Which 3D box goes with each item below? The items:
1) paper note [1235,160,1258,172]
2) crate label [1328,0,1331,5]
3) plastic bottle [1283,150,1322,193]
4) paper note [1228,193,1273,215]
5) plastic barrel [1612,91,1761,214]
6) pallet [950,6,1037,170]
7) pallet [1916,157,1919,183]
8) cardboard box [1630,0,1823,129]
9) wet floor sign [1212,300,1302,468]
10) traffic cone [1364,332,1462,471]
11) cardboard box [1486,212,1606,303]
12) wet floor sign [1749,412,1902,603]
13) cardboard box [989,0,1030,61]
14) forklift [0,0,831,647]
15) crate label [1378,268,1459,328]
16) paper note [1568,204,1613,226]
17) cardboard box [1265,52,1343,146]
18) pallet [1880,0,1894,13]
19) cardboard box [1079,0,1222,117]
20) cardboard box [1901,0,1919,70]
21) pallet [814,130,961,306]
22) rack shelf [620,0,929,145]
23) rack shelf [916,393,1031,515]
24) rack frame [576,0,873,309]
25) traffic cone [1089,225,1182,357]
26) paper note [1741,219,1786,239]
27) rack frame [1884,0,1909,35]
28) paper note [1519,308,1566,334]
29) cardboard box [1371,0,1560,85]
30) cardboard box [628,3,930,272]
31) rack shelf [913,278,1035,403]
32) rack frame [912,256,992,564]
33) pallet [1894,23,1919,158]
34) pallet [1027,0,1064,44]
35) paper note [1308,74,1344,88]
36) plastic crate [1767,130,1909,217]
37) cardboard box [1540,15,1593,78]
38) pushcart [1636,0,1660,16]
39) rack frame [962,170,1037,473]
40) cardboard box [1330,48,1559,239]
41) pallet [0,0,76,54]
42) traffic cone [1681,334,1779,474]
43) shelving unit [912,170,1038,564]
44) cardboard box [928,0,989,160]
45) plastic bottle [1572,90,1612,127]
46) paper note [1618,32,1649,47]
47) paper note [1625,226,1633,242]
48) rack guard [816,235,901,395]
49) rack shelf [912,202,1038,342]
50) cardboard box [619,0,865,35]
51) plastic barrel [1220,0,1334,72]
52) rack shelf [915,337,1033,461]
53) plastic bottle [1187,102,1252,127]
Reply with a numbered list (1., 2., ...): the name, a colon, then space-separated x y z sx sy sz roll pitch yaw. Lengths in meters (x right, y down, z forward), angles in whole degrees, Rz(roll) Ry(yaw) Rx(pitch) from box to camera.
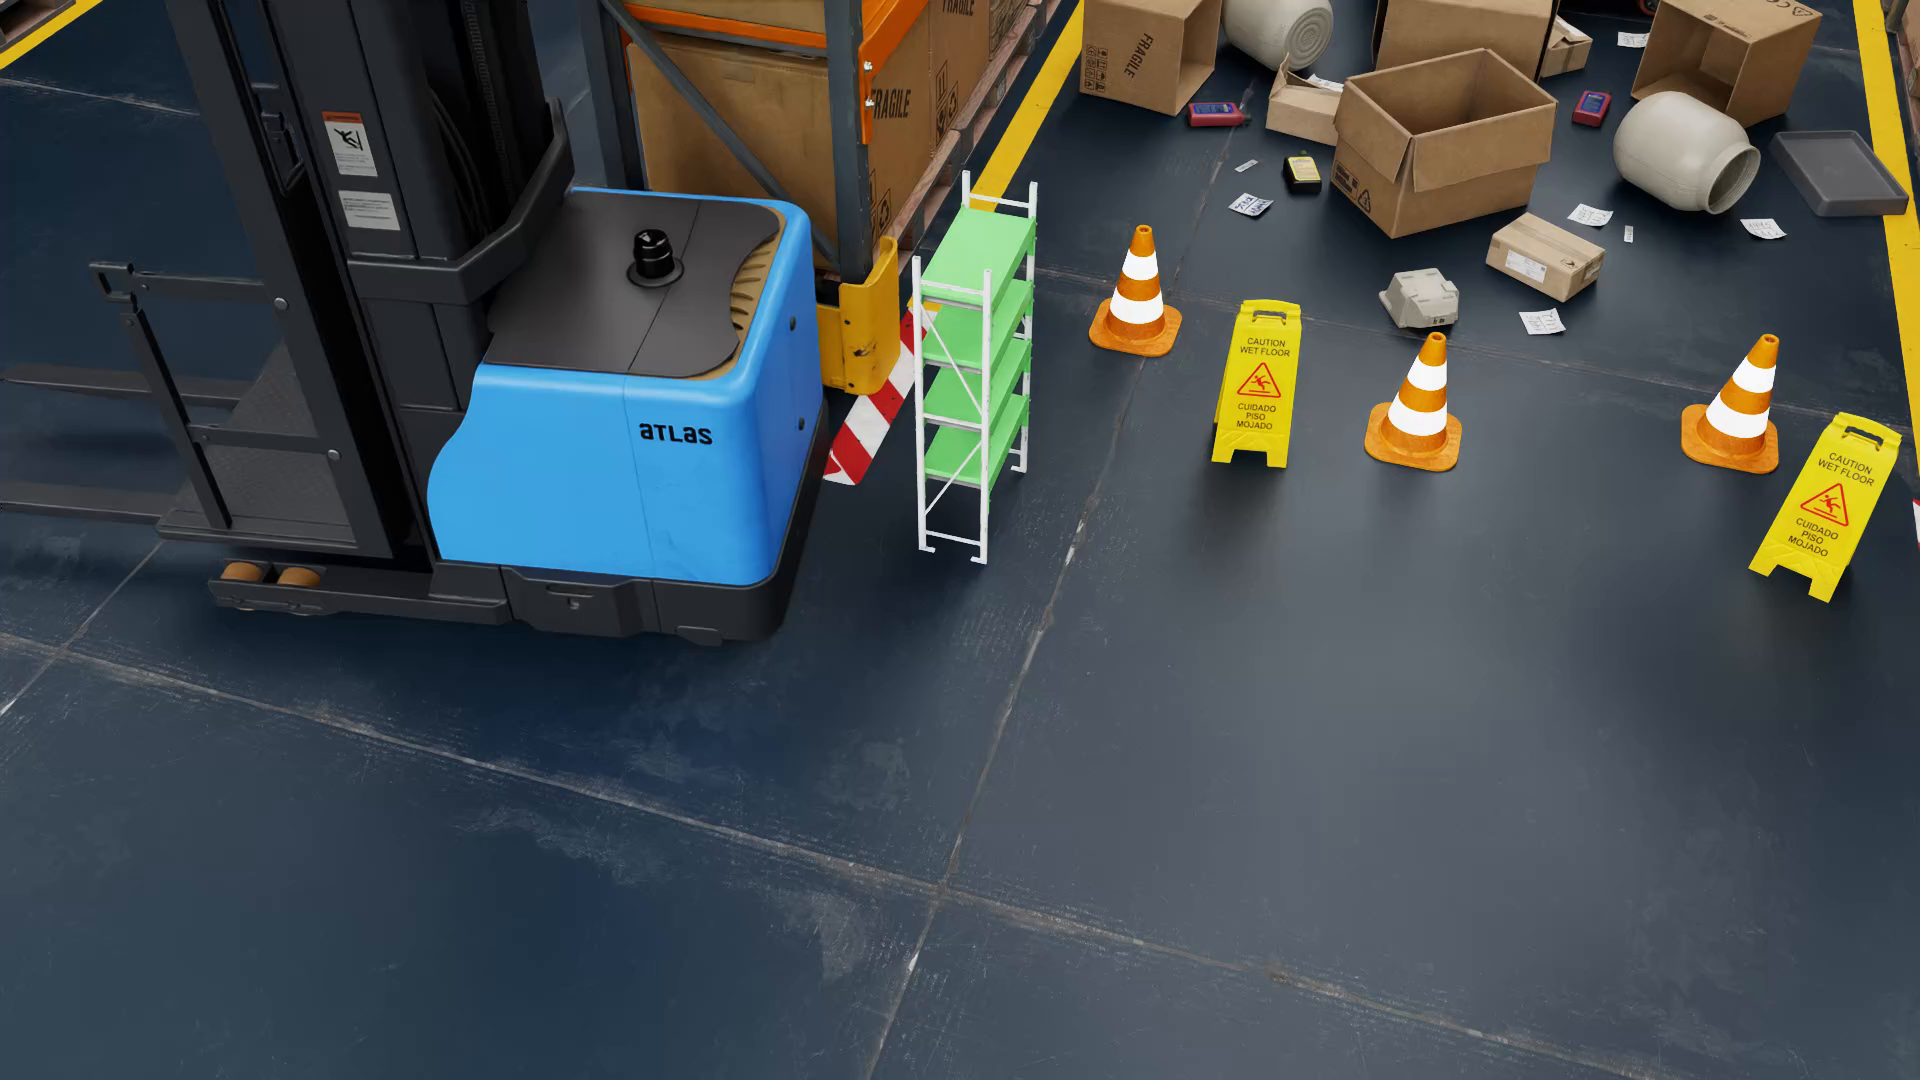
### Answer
1. paper note: 1.285 -1.678 7.458 0.123 0.001 0.032 -33 53 -29
2. crate label: 1.719 -2.721 8.433 0.298 0.136 0.250 -16 47 -16
3. plastic bottle: 1.513 -1.641 7.383 0.133 0.061 0.283 -2 44 -2
4. paper note: 1.264 -1.459 7.220 0.144 0.017 0.142 28 51 26
5. plastic barrel: 3.114 -1.658 7.142 0.421 0.421 0.512 -24 49 -22
6. pallet: -0.278 -2.226 7.874 1.003 0.211 1.213 13 46 13
7. pallet: 4.606 -1.280 6.907 1.003 0.211 1.213 13 46 13
8. cardboard box: 3.522 -2.229 7.669 0.500 0.500 0.500 -24 49 -22
9. wet floor sign: 1.062 -0.583 5.884 0.267 0.644 0.232 5 45 5
10. traffic cone: 1.671 -0.543 5.974 0.336 0.463 0.334 13 46 13
11. cardboard box: 2.403 -1.164 6.833 0.250 0.149 0.380 -33 53 -29
12. wet floor sign: 2.854 -0.140 5.432 0.267 0.644 0.232 28 51 26
13. cardboard box: -0.132 -2.914 7.802 0.875 0.875 0.875 13 46 13
14. forklift: -2.021 -1.159 4.838 3.031 2.935 1.130 5 45 5
15. crate label: 1.850 -0.964 6.637 0.250 0.136 0.298 -9 45 -9
16. paper note: 2.721 -1.403 7.170 0.148 0.019 0.142 28 51 26
17. cardboard box: 1.629 -2.016 7.620 0.396 0.266 0.258 20 48 19
18. pallet: 5.377 -3.071 8.737 1.003 0.211 1.213 13 46 13
19. cardboard box: 0.903 -2.384 7.828 0.500 0.500 0.500 20 48 19
20. cardboard box: 4.707 -2.379 7.702 0.500 0.250 0.500 11 45 11
21. pallet: -0.649 -1.416 7.046 1.003 0.211 1.213 13 46 13
22. rack shelf: -0.211 -2.939 7.123 1.077 0.370 4.000 13 46 13
23. rack shelf: 0.050 -0.322 5.656 0.258 0.148 0.480 13 46 13
24. rack frame: -0.817 -1.863 5.509 1.000 3.000 0.127 13 46 13
25. traffic cone: 0.697 -1.009 6.451 0.336 0.463 0.334 13 46 13
26. paper note: 3.429 -1.334 7.092 0.142 0.019 0.148 -2 44 -2
27. rack frame: 5.143 -3.548 7.231 1.000 3.000 0.127 13 46 13
28. paper note: 2.321 -0.872 6.620 0.148 0.019 0.142 -2 44 -2
29. cardboard box: 2.326 -2.370 7.715 0.797 0.637 0.503 13 46 13
30. cardboard box: -0.674 -1.720 6.581 0.875 0.875 0.875 13 46 13
31. rack shelf: 0.050 -0.665 5.320 0.258 0.148 0.480 13 46 13
32. rack frame: -0.024 -0.377 5.277 0.240 1.200 0.015 13 46 13
33. pallet: 4.973 -2.096 7.741 1.003 0.211 1.213 13 46 13
34. pallet: 0.090 -3.042 8.708 1.003 0.211 1.213 13 46 13
35. paper note: 1.727 -2.172 7.954 0.172 0.023 0.155 28 51 26
36. plastic crate: 3.886 -1.632 7.360 0.402 0.080 0.583 -2 44 -2
37. cardboard box: 2.851 -2.482 8.097 0.258 0.266 0.396 -16 47 -16
38. pushcart: 2.955 -3.060 8.608 1.648 0.377 0.936 -2 44 -2
39. rack frame: 0.124 -0.702 5.609 0.240 1.200 0.015 13 46 13
40. cardboard box: 2.051 -1.697 7.124 0.797 0.503 0.637 -16 47 -16
41. pallet: -5.210 -2.569 8.224 1.003 0.211 1.213 13 46 13
42. traffic cone: 2.832 -0.535 5.966 0.336 0.463 0.334 13 46 13
43. shelving unit: 0.050 -0.539 5.443 0.258 1.200 0.503 13 46 13
44. cardboard box: -0.410 -2.306 7.181 0.875 0.875 0.875 12 46 12
45. plastic bottle: 2.965 -2.035 7.786 0.133 0.061 0.283 20 48 19
46. paper note: 3.356 -2.495 8.278 0.148 0.019 0.142 13 46 13
47. paper note: 2.845 -1.302 7.074 0.032 0.001 0.123 13 46 13
48. rack guard: -0.824 -0.953 6.367 1.175 0.500 0.348 13 46 13
49. rack shelf: 0.050 -0.837 5.152 0.258 0.148 0.480 13 46 13
50. cardboard box: -0.747 -2.173 5.719 0.875 0.550 0.550 13 46 13
51. plastic barrel: 1.513 -2.527 8.030 0.421 0.421 0.512 -24 49 -22
52. rack shelf: 0.050 -0.494 5.488 0.258 0.148 0.480 13 46 13
53. plastic bottle: 1.206 -1.977 7.727 0.283 0.061 0.133 -2 44 -2
